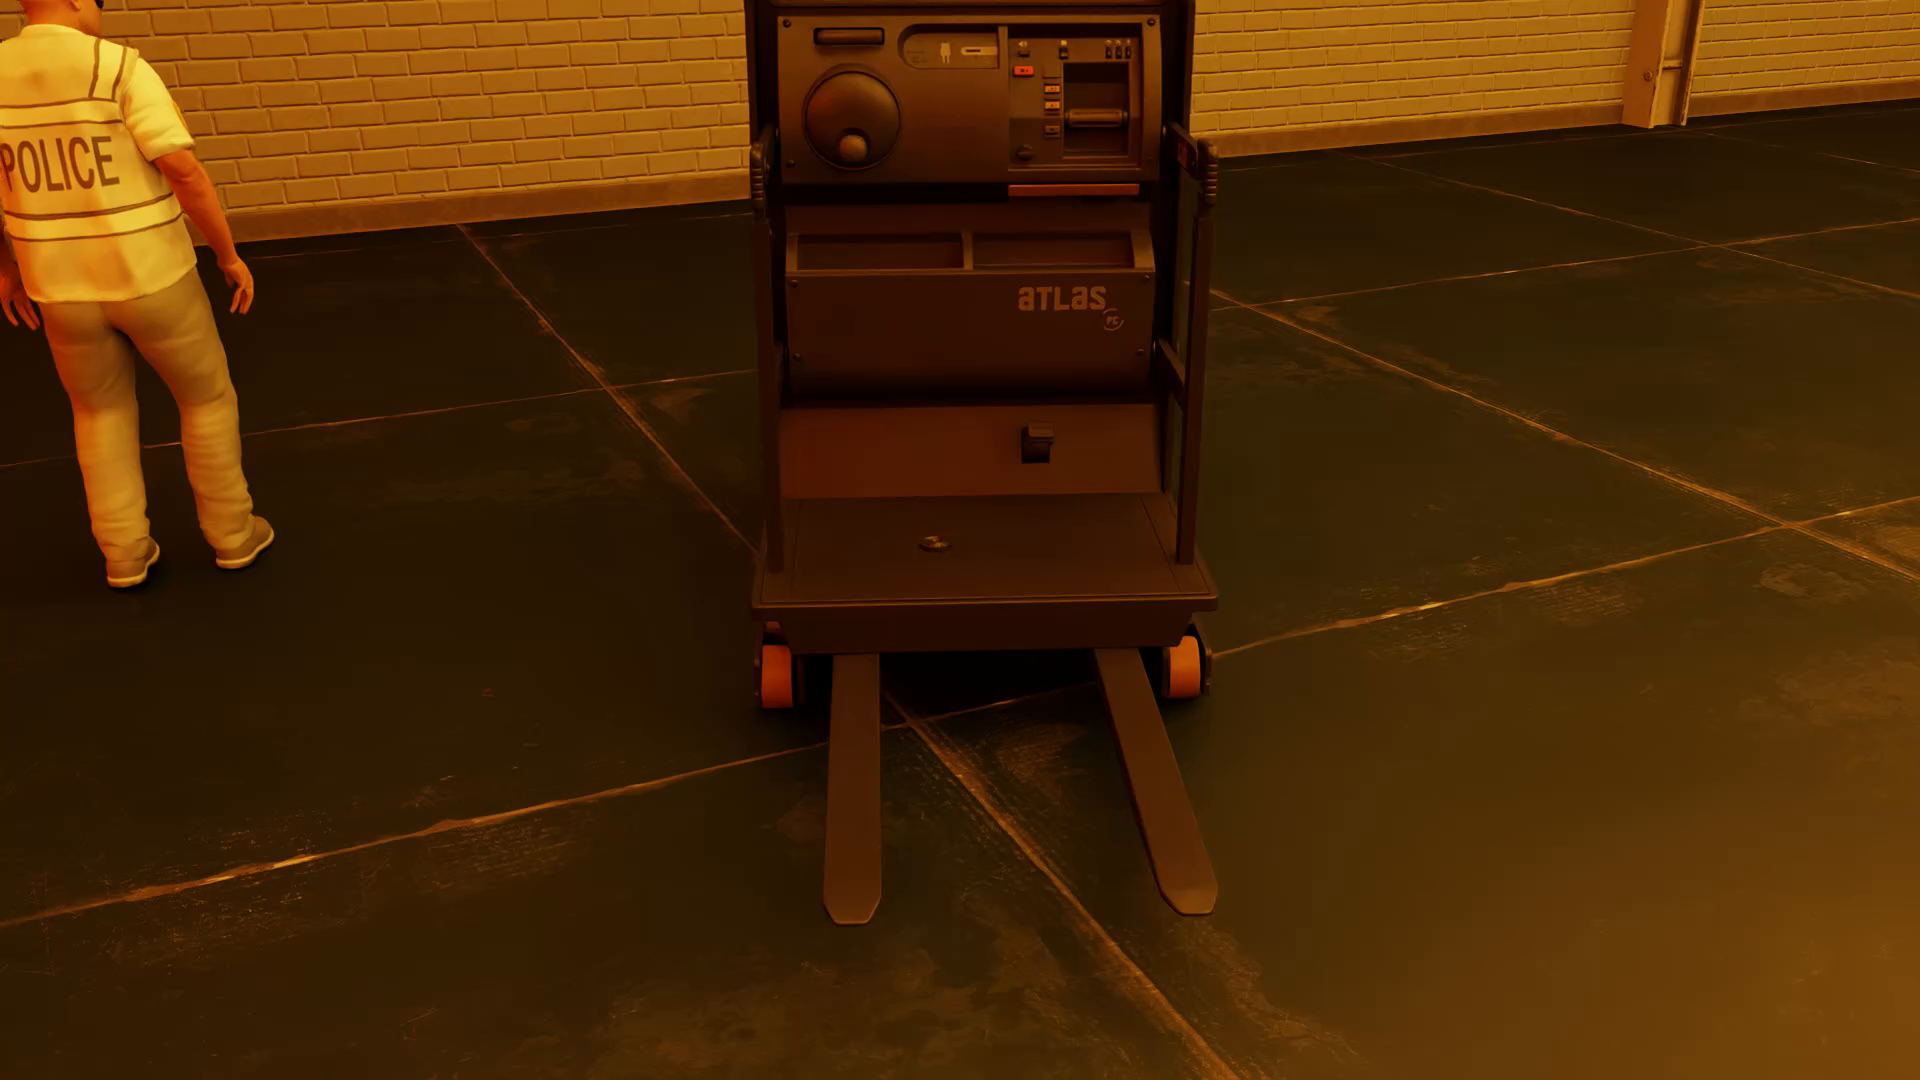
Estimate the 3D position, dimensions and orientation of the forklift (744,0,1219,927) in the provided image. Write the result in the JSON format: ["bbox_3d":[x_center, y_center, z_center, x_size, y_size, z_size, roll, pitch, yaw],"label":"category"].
[{"bbox_3d":[0.038,-1.062,3.843,1.130,2.935,3.031,-1,23,-3],"label":"forklift"}]

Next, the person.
[{"bbox_3d":[-2.316,-0.729,4.595,0.692,1.737,0.493,-2,23,-6],"label":"person"}]
